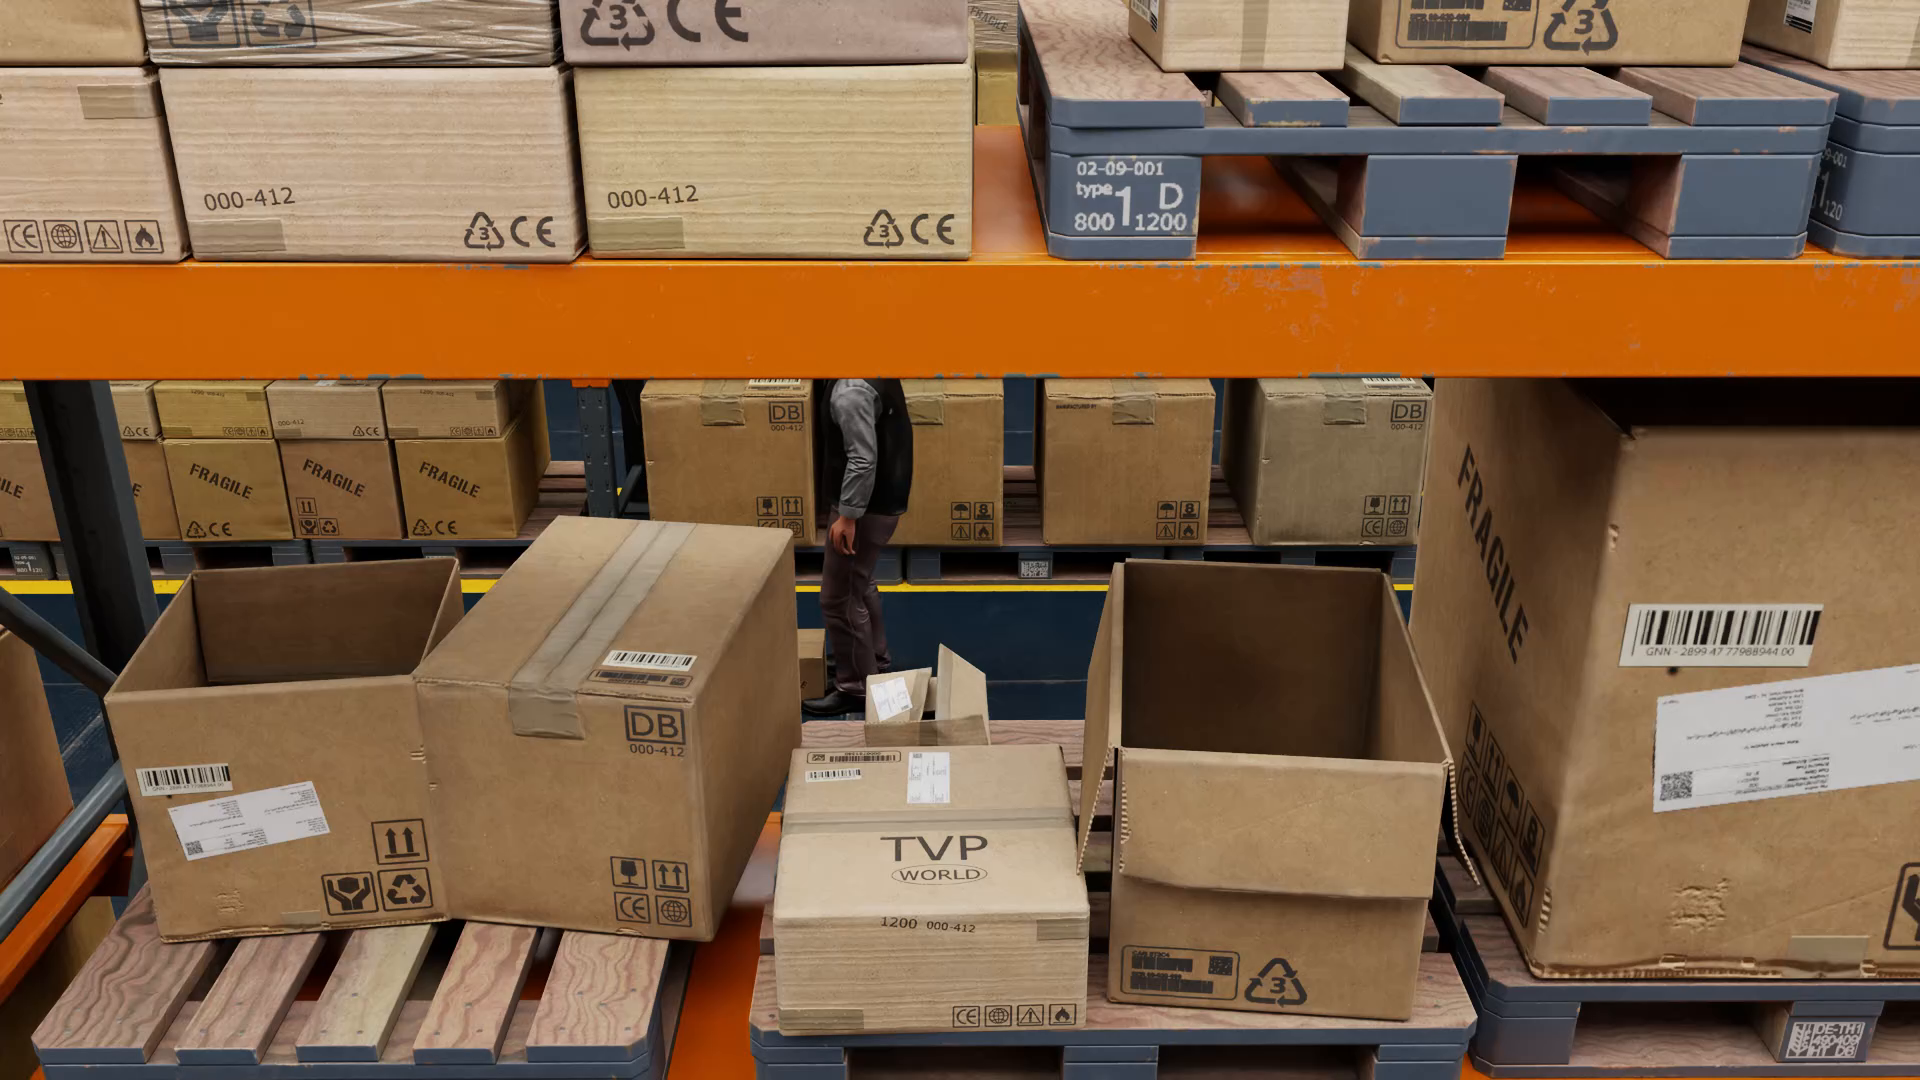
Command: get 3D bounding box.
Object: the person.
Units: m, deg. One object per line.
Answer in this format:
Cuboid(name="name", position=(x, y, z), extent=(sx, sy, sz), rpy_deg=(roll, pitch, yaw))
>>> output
Cuboid(name="person", position=(-0.413, -0.149, 6.469), extent=(0.469, 1.718, 0.579), rpy_deg=(0, 24, -1))
